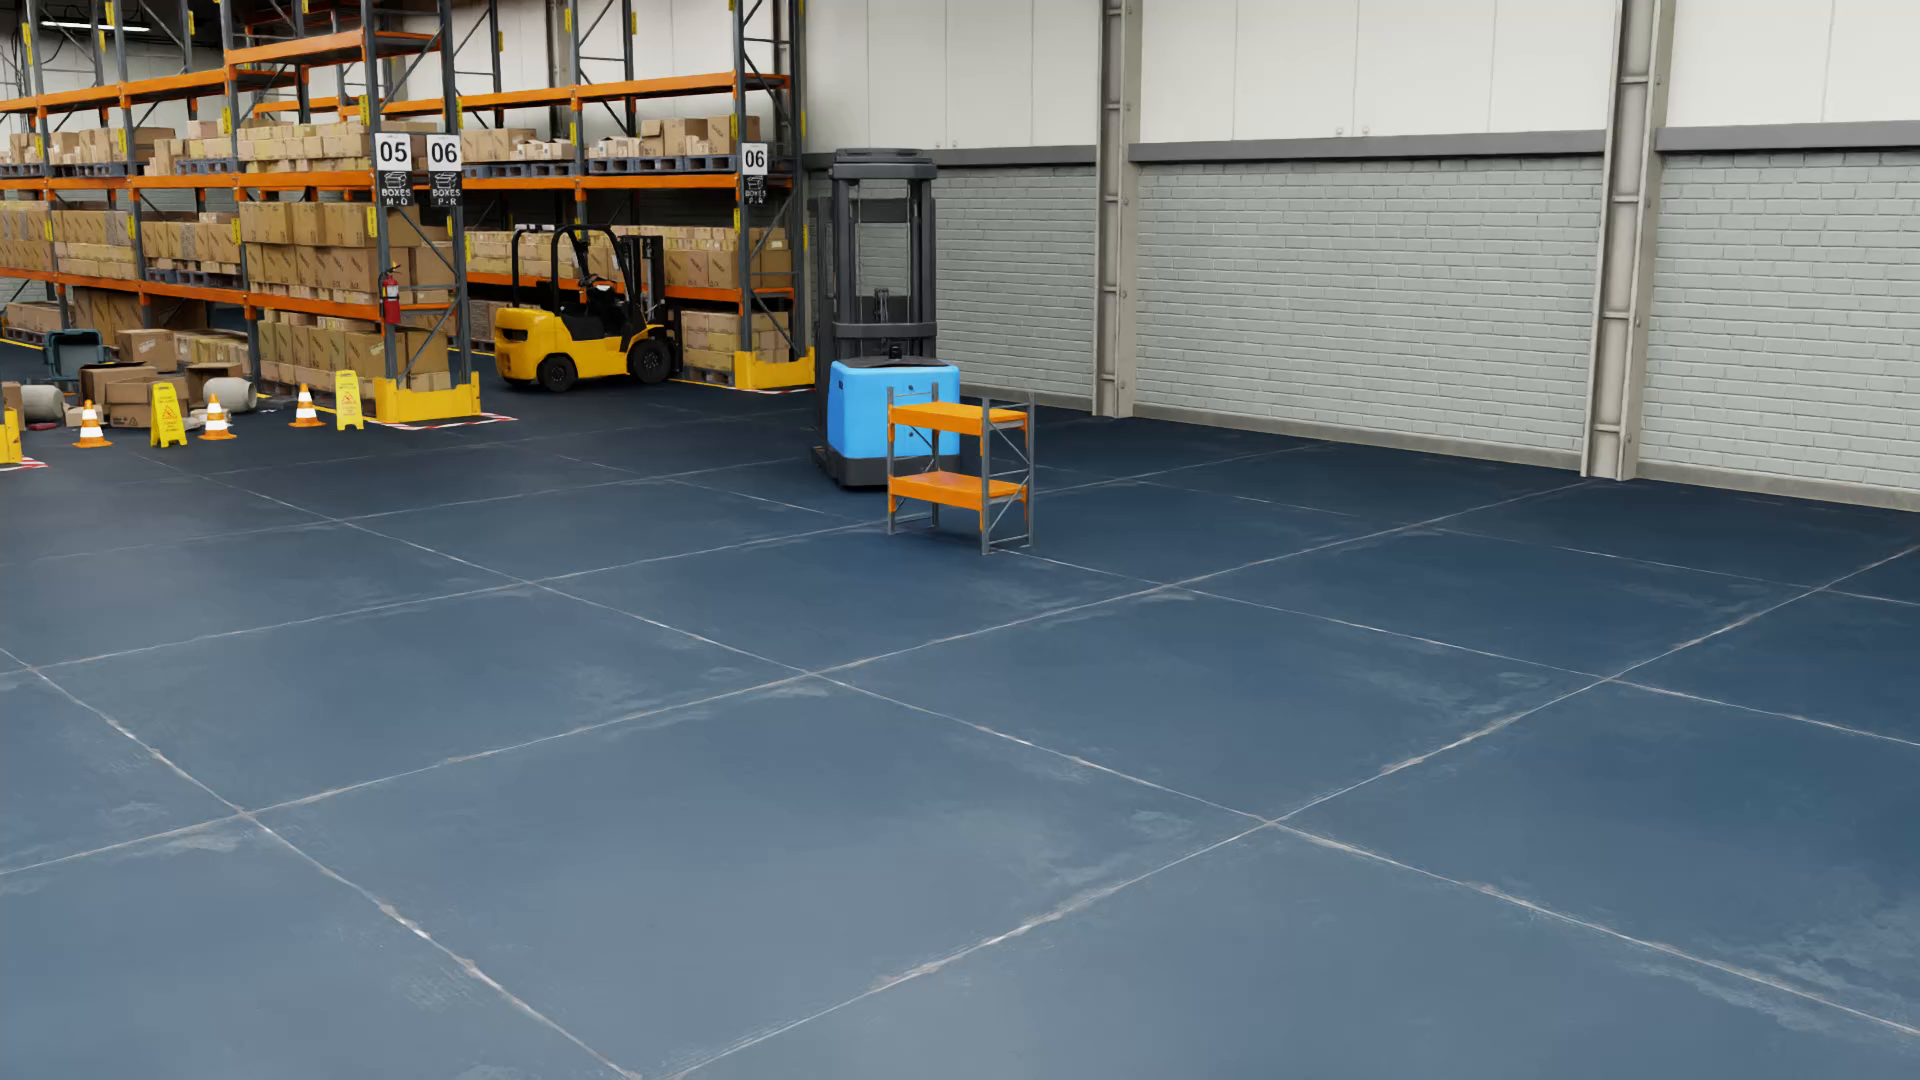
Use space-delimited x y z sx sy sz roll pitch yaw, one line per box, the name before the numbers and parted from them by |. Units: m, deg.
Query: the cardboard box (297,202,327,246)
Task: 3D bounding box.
cardboard box | -7.390 -3.745 19.692 0.700 0.500 0.500 -11 16 -43

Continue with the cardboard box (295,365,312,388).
cardboard box | -7.914 -2.047 20.687 0.500 0.250 0.500 -11 16 -43

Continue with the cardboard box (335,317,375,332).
cardboard box | -7.153 -2.550 19.663 0.380 0.149 0.250 -10 15 -41

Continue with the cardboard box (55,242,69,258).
cardboard box | -14.296 -4.701 26.926 0.500 0.250 0.500 11 16 44

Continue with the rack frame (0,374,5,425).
rack frame | -9.619 -2.177 15.544 1.000 3.000 0.127 -11 16 -43

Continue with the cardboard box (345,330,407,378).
cardboard box | -6.851 -2.188 19.514 0.500 0.500 0.500 -11 16 -42

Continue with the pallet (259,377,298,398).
pallet | -8.382 -2.006 21.627 1.003 0.211 1.213 -11 16 -43

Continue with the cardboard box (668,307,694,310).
cardboard box | -4.122 -3.167 23.645 0.500 0.250 0.500 -11 16 -44

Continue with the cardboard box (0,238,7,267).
cardboard box | -16.665 -5.085 29.414 0.500 0.500 0.500 -11 16 -43

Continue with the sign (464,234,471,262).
sign | -5.716 -3.381 19.243 0.100 0.325 0.005 -11 16 -43

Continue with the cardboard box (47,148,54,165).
cardboard box | -14.303 -6.120 26.541 0.396 0.266 0.258 -11 16 -43

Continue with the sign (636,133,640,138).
sign | -4.883 -5.996 25.171 0.100 0.325 0.005 -11 16 -43

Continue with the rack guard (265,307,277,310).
rack guard | -13.518 -4.673 33.856 1.175 0.500 0.348 -11 16 -43

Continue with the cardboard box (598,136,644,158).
cardboard box | -4.885 -5.682 24.057 0.500 0.311 0.500 -10 16 -41

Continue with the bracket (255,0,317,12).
bracket | -12.960 -10.641 32.837 0.076 0.066 4.783 -11 16 -43

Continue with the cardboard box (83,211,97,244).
cardboard box | -13.222 -4.849 25.786 0.500 0.500 0.500 -11 16 -43

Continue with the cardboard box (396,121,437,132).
cardboard box | -6.207 -4.698 18.995 0.380 0.149 0.250 -11 16 -43

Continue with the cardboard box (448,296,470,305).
cardboard box | -8.570 -4.077 28.313 0.250 0.149 0.380 11 16 42

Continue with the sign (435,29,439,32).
sign | -8.432 -8.099 26.909 0.100 0.325 0.005 -11 16 -43

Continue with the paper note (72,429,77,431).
paper note | -9.719 -1.207 18.245 0.032 0.001 0.123 -3 12 -13

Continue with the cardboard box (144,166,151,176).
cardboard box | -11.539 -5.325 24.015 0.380 0.149 0.250 -11 16 -43

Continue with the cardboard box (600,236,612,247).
cardboard box | -5.074 -4.403 24.495 0.380 0.149 0.250 -10 16 -41

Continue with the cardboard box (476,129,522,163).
cardboard box | -7.301 -6.315 26.658 0.700 0.500 0.500 -11 16 -44

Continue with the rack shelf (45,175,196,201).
rack shelf | -13.015 -5.458 25.817 1.077 0.370 4.000 -11 16 -43

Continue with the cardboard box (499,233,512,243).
cardboard box | -7.140 -4.833 26.583 0.380 0.149 0.250 -10 16 -41

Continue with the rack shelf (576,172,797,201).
rack shelf | -3.903 -4.982 23.510 1.077 0.370 4.000 -11 16 -43

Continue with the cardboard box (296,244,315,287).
cardboard box | -7.705 -3.341 20.208 0.500 0.500 0.500 -11 16 -42

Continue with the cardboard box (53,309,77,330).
cardboard box | -14.752 -3.690 28.198 0.875 0.438 0.875 -11 16 -43

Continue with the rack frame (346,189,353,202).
rack frame | -10.808 -5.325 30.824 1.000 3.000 0.127 -11 16 -43

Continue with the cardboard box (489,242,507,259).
cardboard box | -7.223 -4.662 26.737 0.500 0.250 0.500 11 16 44

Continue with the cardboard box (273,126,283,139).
cardboard box | -8.143 -4.965 20.292 0.250 0.149 0.380 11 16 43

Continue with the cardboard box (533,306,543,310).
cardboard box | -6.182 -3.389 26.271 0.875 0.625 0.625 -11 16 -43

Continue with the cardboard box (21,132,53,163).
cardboard box | -15.350 -6.599 28.032 0.797 0.503 0.637 -9 15 -38

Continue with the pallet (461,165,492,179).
pallet | -7.513 -6.031 27.287 1.213 0.211 1.003 -10 15 -40

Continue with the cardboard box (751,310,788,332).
cardboard box | -2.716 -3.019 22.926 0.500 0.250 0.500 -11 16 -43

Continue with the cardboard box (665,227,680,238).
cardboard box | -3.875 -4.281 23.165 0.380 0.149 0.250 -10 16 -41

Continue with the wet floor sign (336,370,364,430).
wet floor sign | -6.751 -1.551 18.343 0.267 0.644 0.232 -5 13 -23

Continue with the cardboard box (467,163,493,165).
cardboard box | -8.126 -6.419 28.083 0.380 0.149 0.250 -11 16 -42

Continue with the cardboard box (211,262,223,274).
cardboard box | -9.799 -3.658 22.315 0.380 0.149 0.250 -11 16 -43

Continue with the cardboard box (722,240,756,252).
cardboard box | -2.963 -3.952 22.304 0.380 0.149 0.250 -11 16 -42

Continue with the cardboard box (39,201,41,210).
cardboard box | -15.107 -5.581 27.734 0.380 0.149 0.250 -11 16 -42

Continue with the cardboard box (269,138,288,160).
cardboard box | -8.066 -4.755 20.260 0.500 0.250 0.500 -11 16 -42

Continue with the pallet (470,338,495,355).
pallet | -7.506 -3.250 27.662 1.003 0.211 1.213 -11 16 -43

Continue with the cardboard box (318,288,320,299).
cardboard box | -7.563 -3.009 20.205 0.380 0.149 0.250 -11 16 -43

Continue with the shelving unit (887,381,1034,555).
shelving unit | -0.005 -0.552 12.303 0.538 1.125 1.048 -11 16 -43

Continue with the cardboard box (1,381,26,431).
cardboard box | -10.567 -1.454 18.224 0.500 0.500 0.500 -8 14 -33

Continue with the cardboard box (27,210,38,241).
cardboard box | -15.266 -5.277 27.865 0.500 0.500 0.500 -11 16 -43

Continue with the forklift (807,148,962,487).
forklift | -0.819 -2.149 15.580 1.130 2.935 3.031 -3 12 -13

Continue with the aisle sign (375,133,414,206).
aisle sign | -6.276 -4.105 18.461 0.394 0.787 0.004 -11 16 -43

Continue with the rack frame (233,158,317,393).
rack frame | -8.871 -3.465 21.797 1.000 3.000 0.127 -11 16 -43

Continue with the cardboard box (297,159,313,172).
cardboard box | -7.650 -4.459 19.808 0.380 0.149 0.250 -11 16 -43
